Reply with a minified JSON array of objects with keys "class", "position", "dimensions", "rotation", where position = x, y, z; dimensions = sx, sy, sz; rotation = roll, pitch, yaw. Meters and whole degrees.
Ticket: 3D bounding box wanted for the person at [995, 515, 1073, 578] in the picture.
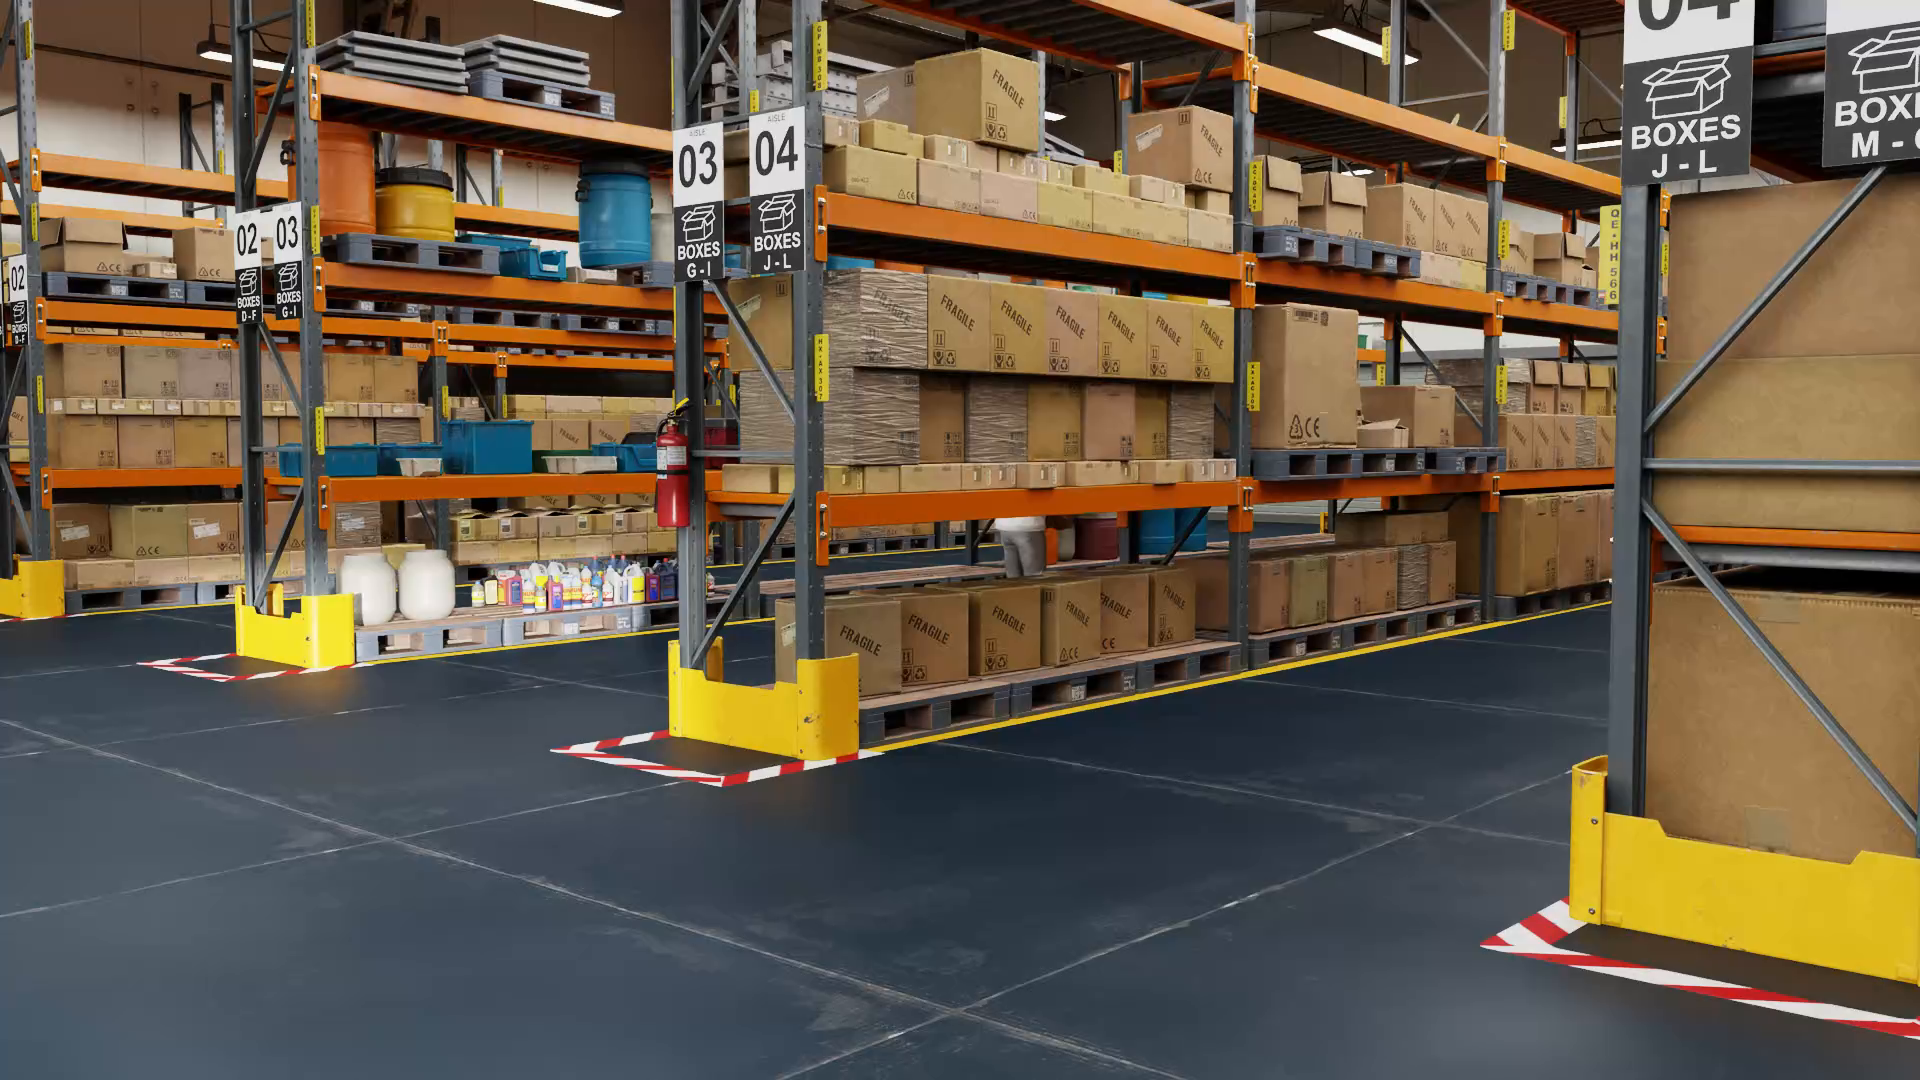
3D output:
[{"class":"person","position":[0.541,-0.067,12.676],"dimensions":[0.587,1.761,0.502],"rotation":[-2,4,-35]}]
